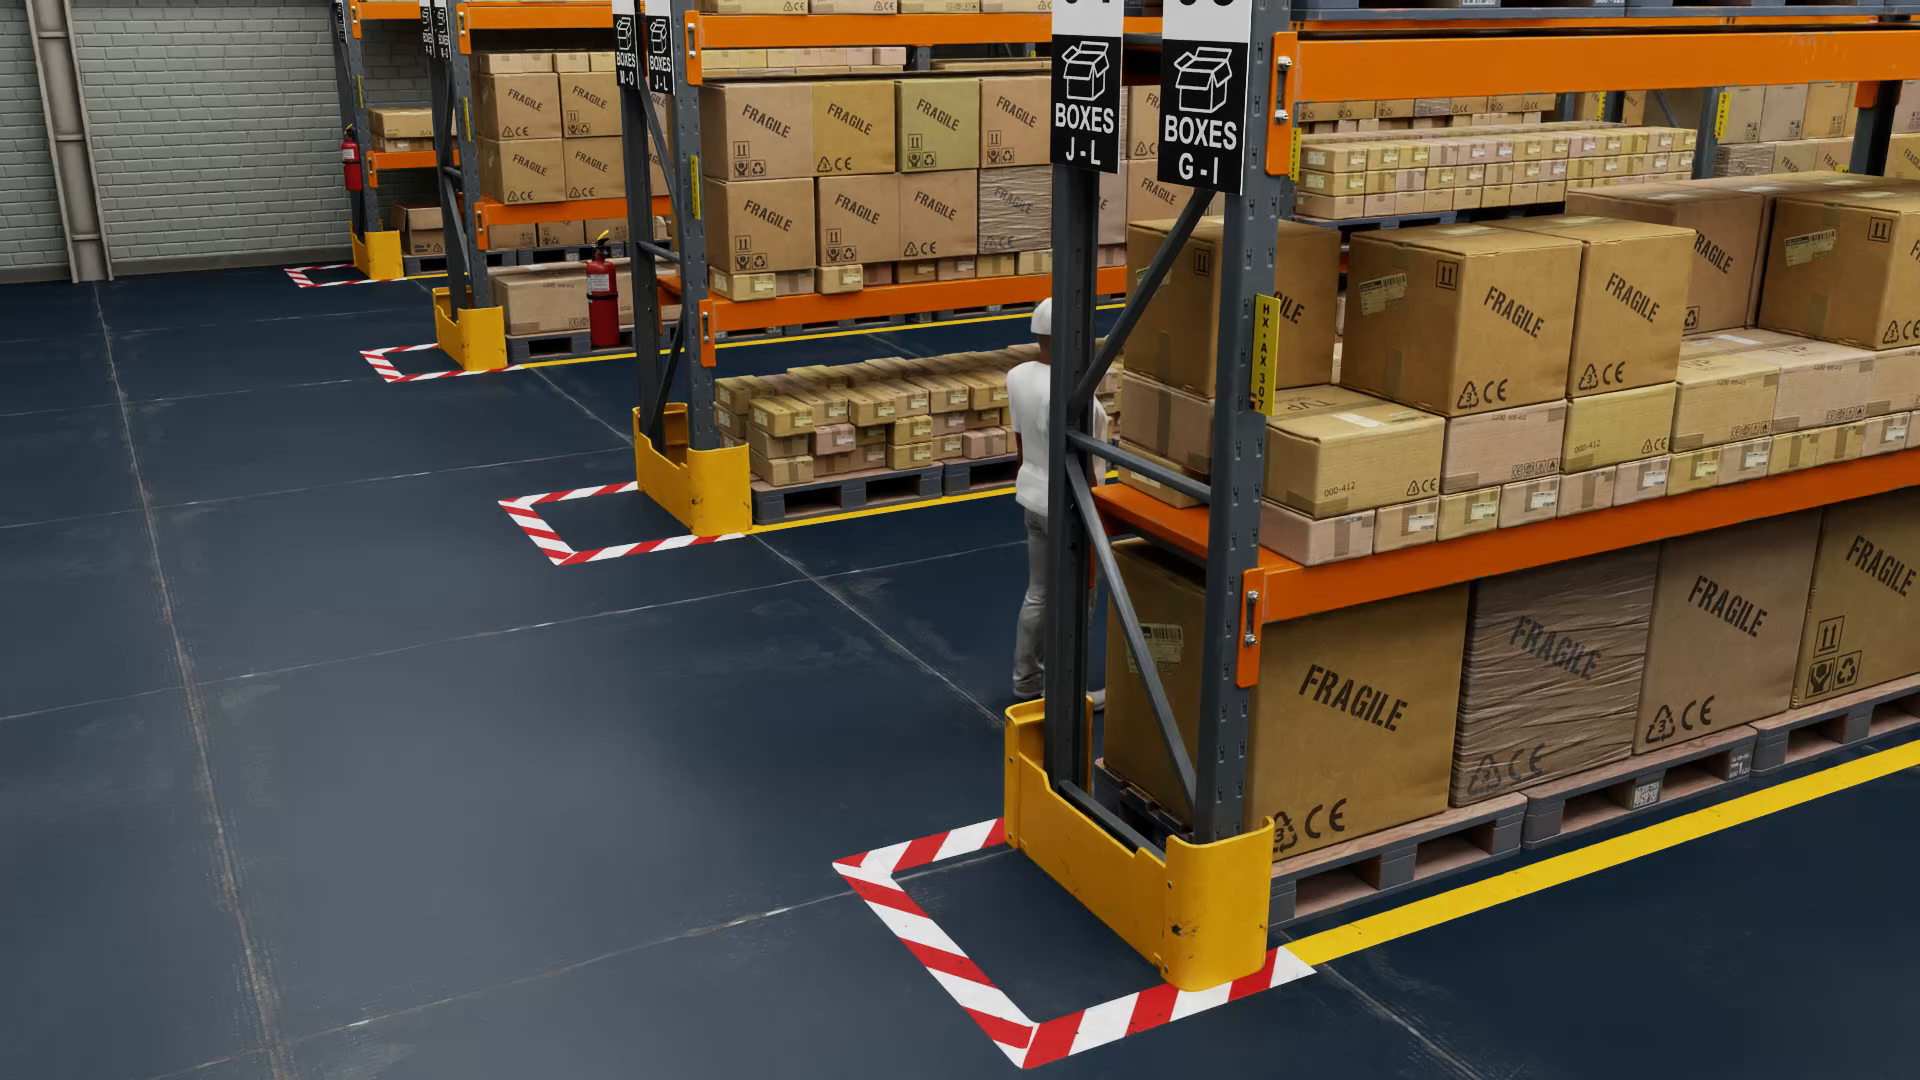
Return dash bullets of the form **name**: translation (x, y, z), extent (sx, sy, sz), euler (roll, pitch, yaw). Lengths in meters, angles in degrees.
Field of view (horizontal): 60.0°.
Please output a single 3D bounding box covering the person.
- **person**: translation (0.421, -0.139, 6.955), extent (0.368, 1.765, 0.562), euler (-9, 20, -25)
